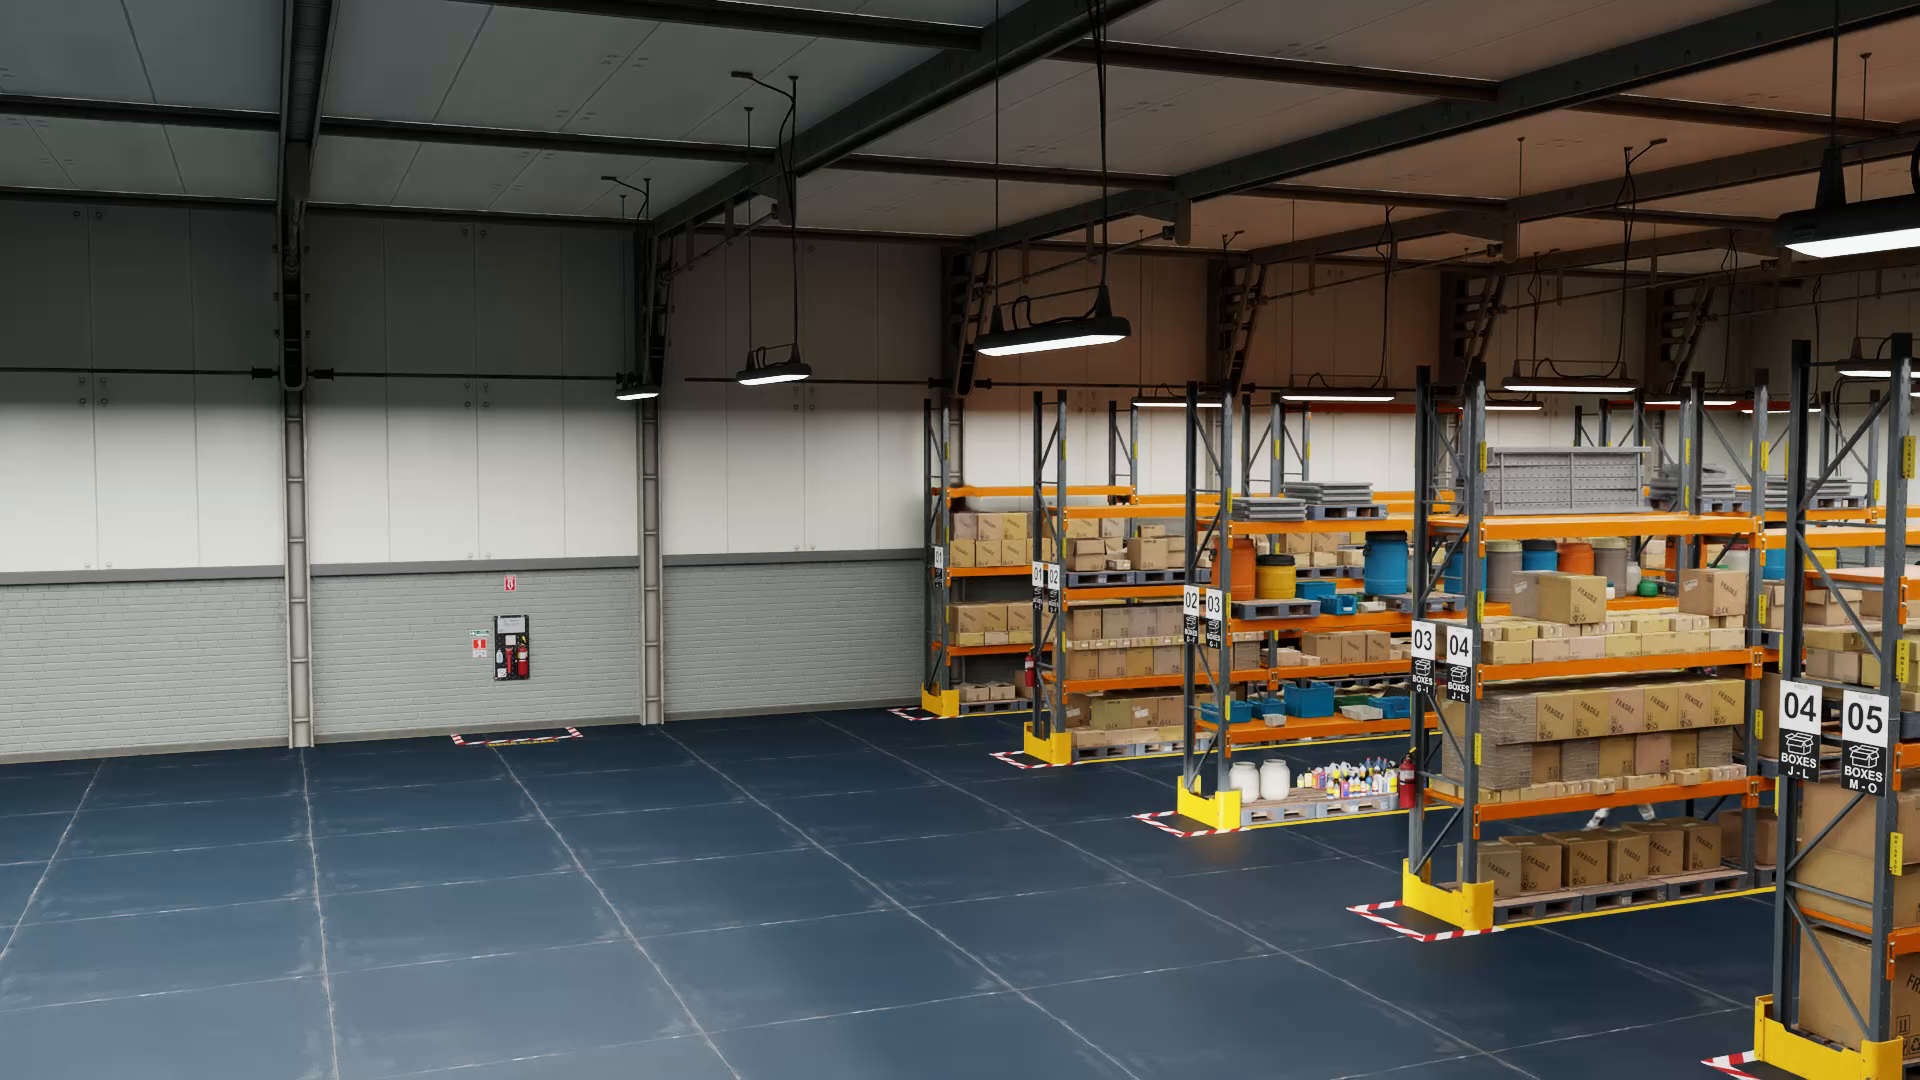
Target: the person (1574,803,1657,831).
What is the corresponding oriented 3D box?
[{"bbox_3d":[8.550,2.999,21.508,1.075,1.720,0.498,0,3,-8],"label":"person"}]
